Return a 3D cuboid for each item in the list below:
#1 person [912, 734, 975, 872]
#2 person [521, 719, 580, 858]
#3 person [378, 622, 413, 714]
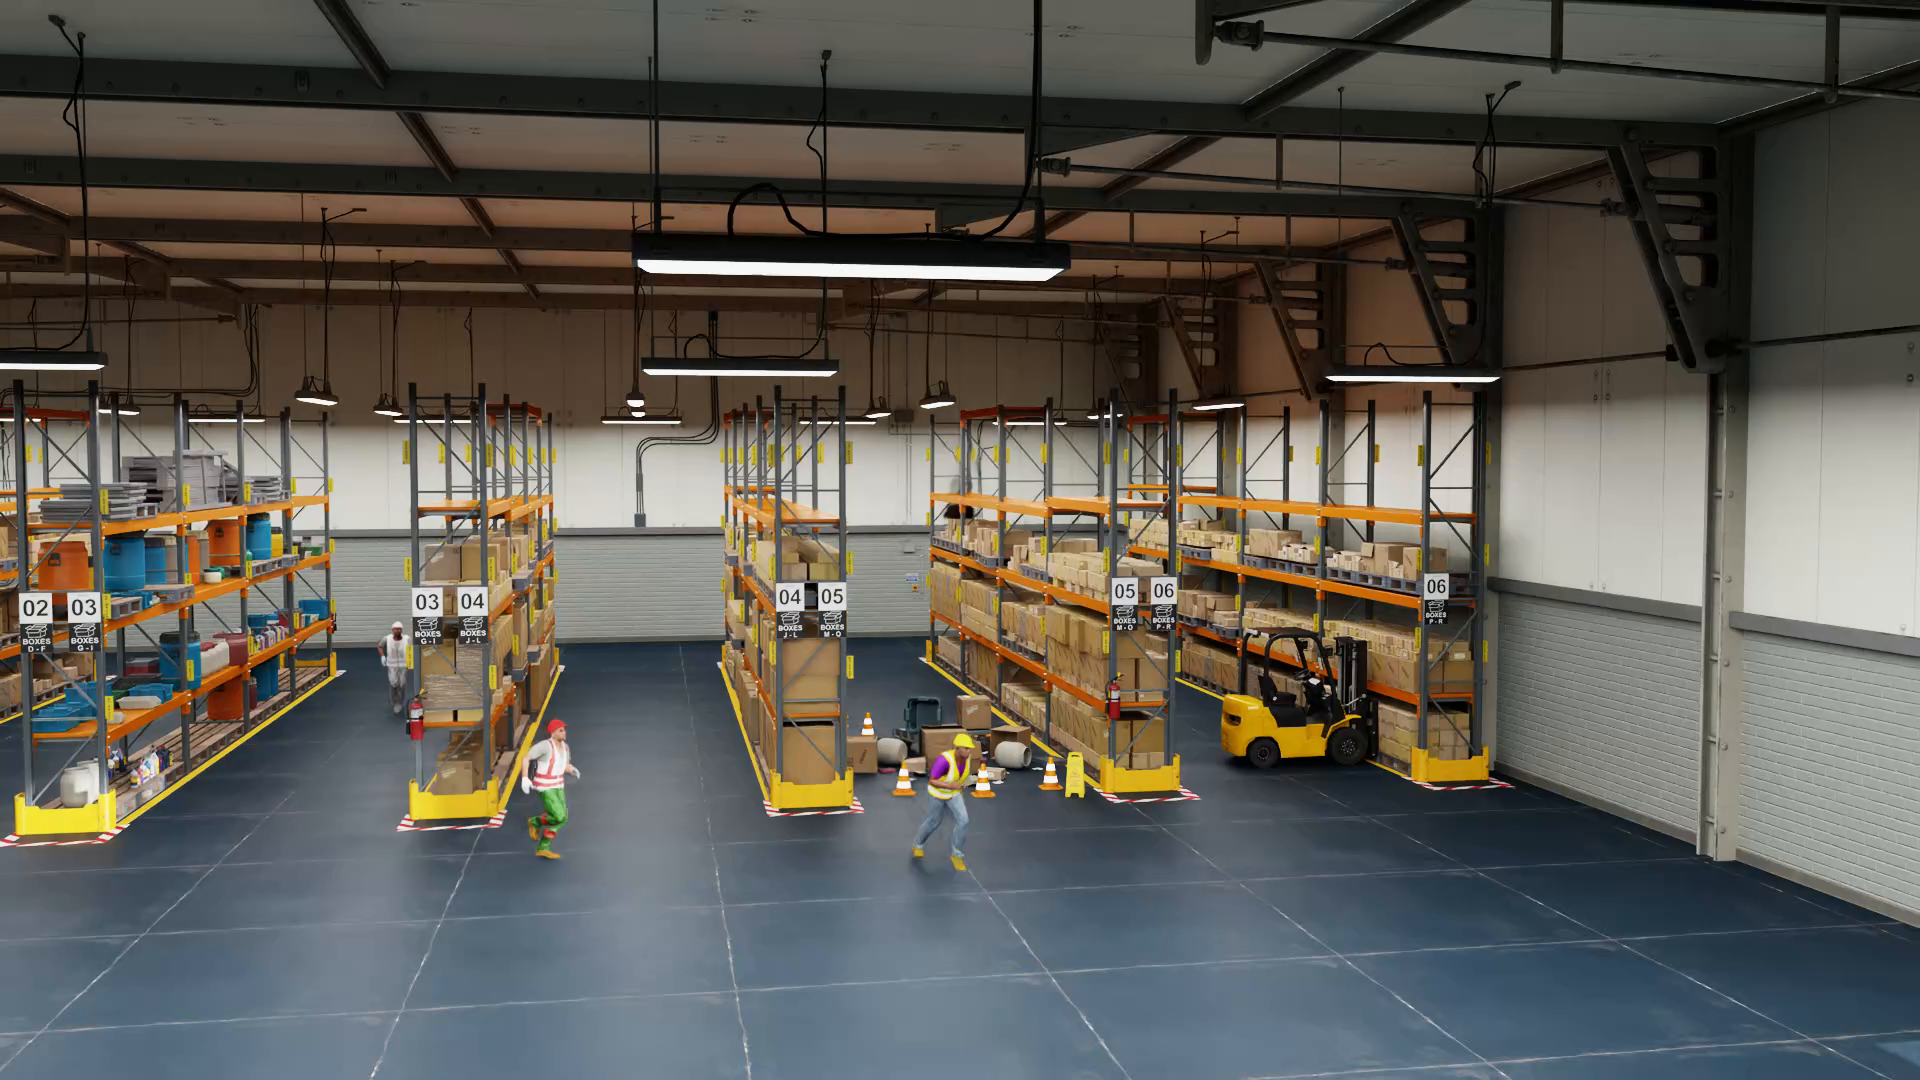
[{"bbox_3d":[-0.194,3.170,20.266,0.747,1.714,1.033,-3,4,-44],"label":"person"},{"bbox_3d":[-5.074,3.097,20.696,0.678,1.728,0.708,1,3,25],"label":"person"},{"bbox_3d":[-10.960,2.491,32.362,0.679,1.806,0.784,-1,3,-21],"label":"person"}]
